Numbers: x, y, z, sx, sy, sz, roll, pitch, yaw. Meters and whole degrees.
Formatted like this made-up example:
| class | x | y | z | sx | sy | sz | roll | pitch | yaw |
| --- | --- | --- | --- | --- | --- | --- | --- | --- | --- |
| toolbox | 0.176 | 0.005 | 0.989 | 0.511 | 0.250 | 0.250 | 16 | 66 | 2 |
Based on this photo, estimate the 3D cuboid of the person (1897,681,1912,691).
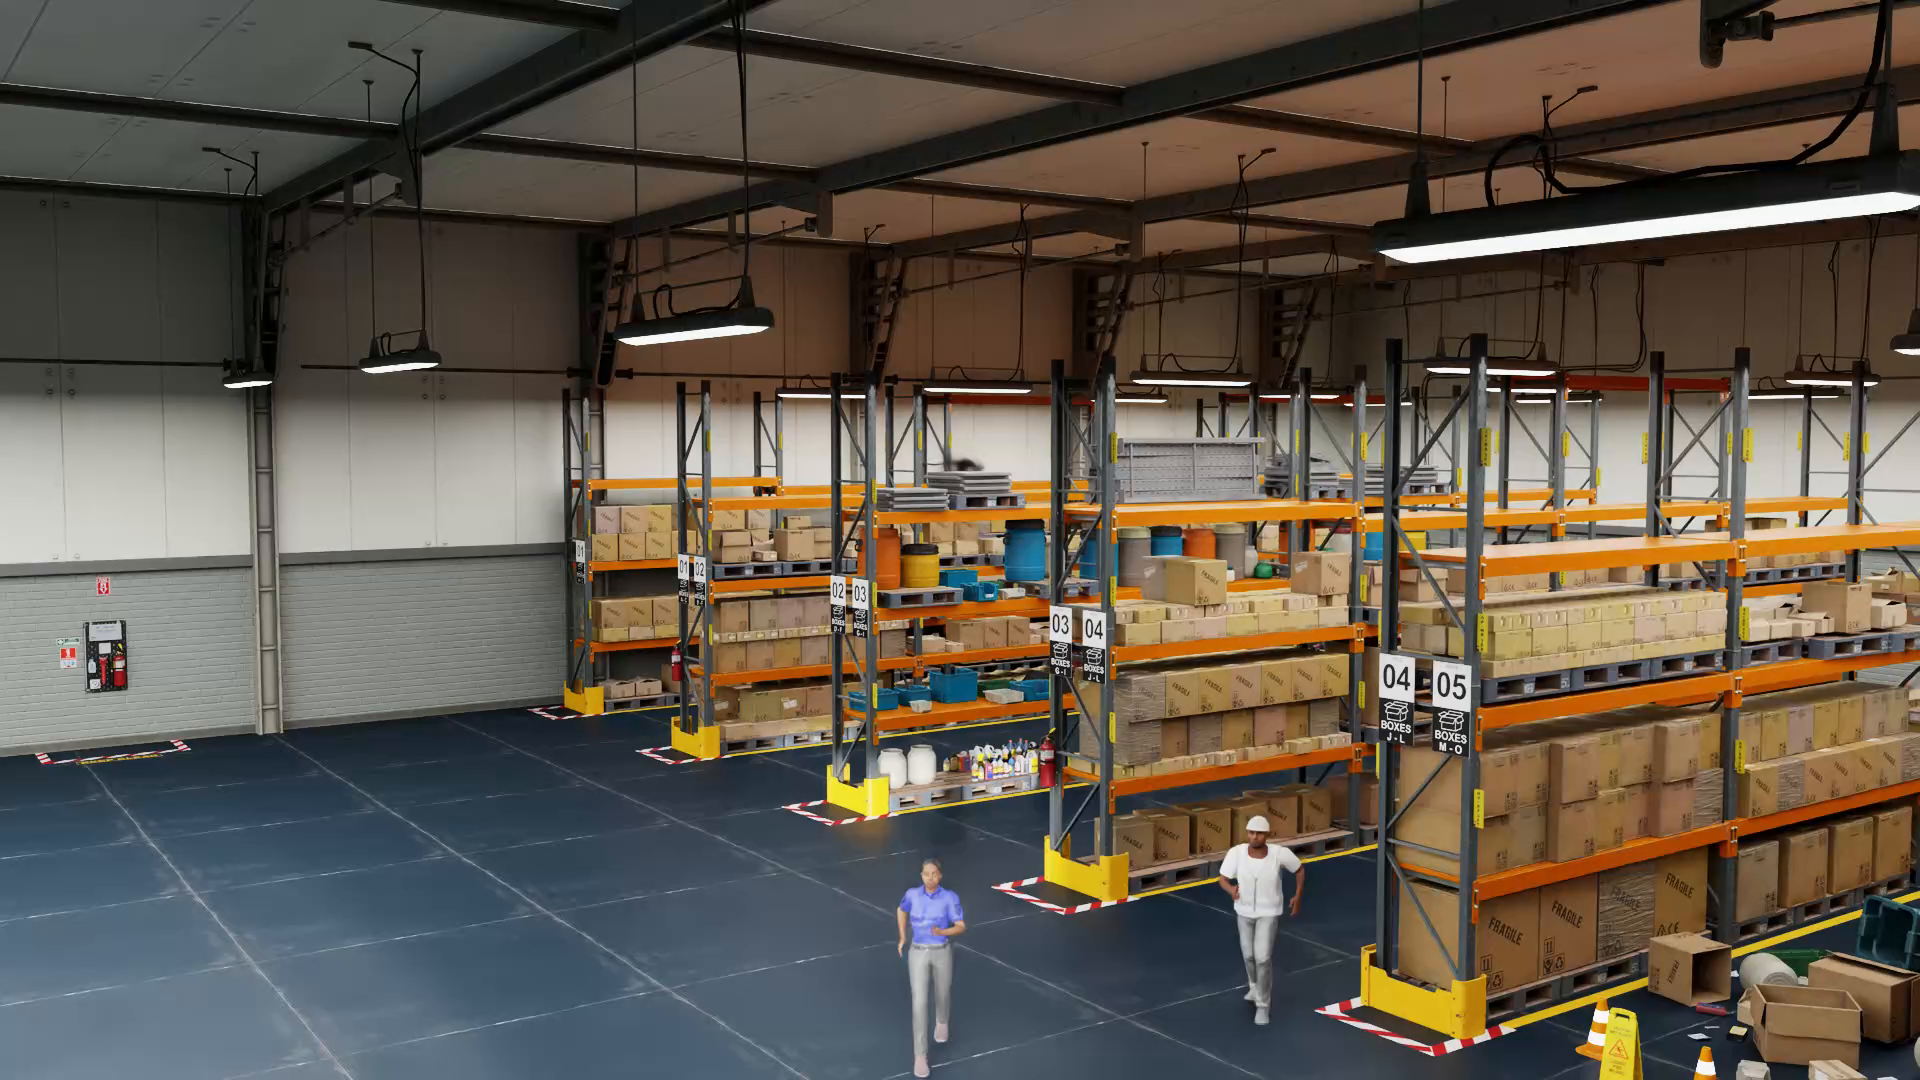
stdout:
| class | x | y | z | sx | sy | sz | roll | pitch | yaw |
| --- | --- | --- | --- | --- | --- | --- | --- | --- | --- |
| person | 13.216 | 2.824 | 23.186 | 0.758 | 1.718 | 0.672 | -2 | 4 | -28 |

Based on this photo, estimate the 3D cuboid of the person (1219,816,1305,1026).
| class | x | y | z | sx | sy | sz | roll | pitch | yaw |
| --- | --- | --- | --- | --- | --- | --- | --- | --- | --- |
| person | 2.653 | 3.352 | 14.745 | 0.720 | 1.849 | 0.759 | 2 | 4 | 24 |

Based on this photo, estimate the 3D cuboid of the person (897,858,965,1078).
| class | x | y | z | sx | sy | sz | roll | pitch | yaw |
| --- | --- | --- | --- | --- | --- | --- | --- | --- | --- |
| person | -0.240 | 3.444 | 13.668 | 0.570 | 1.646 | 0.929 | 0 | 4 | 1 |
